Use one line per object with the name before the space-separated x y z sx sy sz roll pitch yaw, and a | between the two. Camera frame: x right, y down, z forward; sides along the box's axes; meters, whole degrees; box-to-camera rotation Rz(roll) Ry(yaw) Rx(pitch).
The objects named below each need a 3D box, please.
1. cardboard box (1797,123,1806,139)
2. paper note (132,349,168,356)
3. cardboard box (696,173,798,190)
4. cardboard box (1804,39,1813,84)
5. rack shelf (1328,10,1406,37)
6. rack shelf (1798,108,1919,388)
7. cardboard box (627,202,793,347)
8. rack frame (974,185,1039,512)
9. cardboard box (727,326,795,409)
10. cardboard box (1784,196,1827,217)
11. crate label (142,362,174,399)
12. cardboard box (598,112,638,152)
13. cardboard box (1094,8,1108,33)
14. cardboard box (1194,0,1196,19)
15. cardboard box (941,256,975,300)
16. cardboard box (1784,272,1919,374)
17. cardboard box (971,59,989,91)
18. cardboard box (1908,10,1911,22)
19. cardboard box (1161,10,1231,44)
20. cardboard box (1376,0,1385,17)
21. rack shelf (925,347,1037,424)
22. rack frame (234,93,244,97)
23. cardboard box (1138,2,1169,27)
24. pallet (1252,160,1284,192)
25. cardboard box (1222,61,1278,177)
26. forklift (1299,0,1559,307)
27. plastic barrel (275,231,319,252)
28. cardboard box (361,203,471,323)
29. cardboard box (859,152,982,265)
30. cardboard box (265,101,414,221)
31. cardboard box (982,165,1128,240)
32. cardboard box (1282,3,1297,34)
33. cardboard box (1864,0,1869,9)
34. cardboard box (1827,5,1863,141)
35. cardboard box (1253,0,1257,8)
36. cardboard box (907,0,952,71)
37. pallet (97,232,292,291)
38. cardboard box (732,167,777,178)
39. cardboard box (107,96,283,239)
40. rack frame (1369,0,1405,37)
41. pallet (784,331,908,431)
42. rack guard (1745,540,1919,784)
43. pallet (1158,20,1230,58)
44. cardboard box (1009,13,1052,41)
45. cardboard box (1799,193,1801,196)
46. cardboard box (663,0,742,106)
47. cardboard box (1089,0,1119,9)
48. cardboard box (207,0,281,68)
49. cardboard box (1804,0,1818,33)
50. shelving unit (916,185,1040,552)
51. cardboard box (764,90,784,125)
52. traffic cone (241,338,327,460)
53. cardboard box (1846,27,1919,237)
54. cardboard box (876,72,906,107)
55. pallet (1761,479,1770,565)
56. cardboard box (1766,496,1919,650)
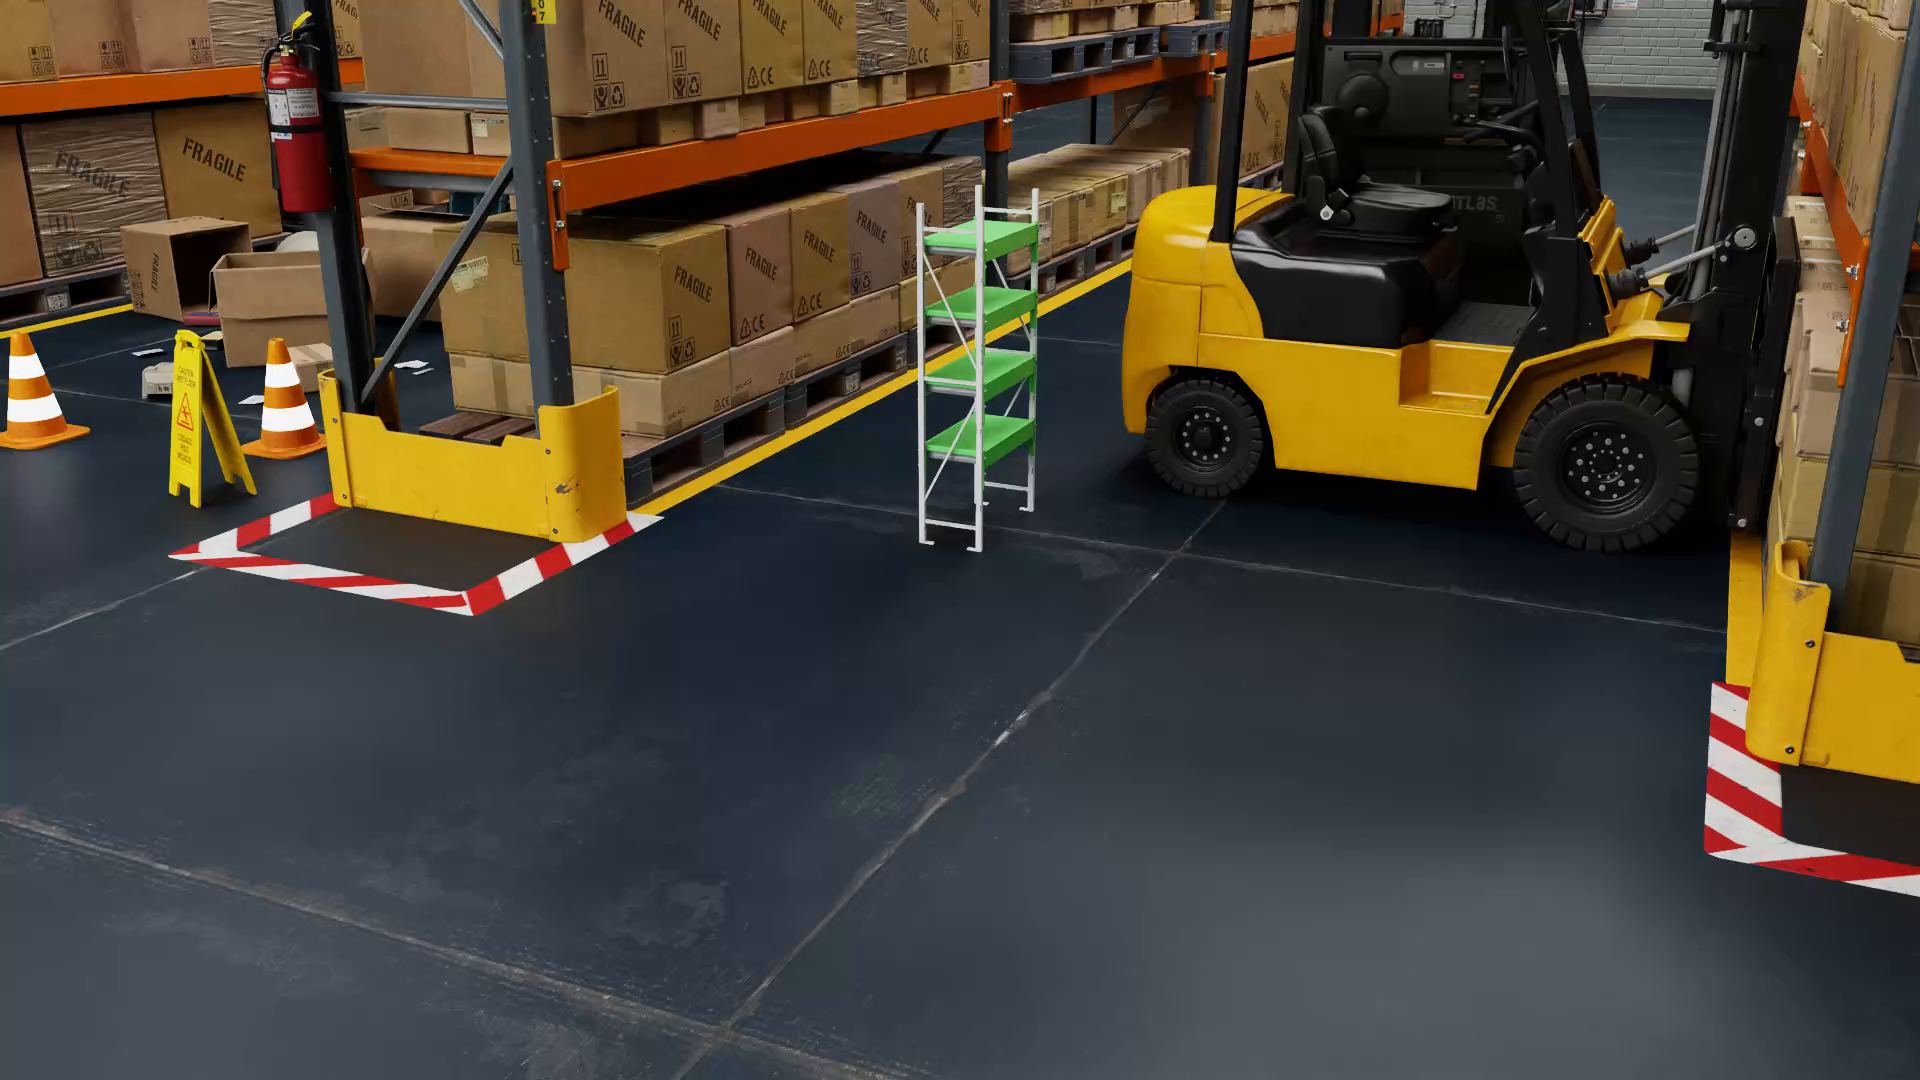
cardboard box | 5.926 -2.781 11.447 0.380 0.149 0.250 7 21 20
paper note | -4.235 -0.986 8.698 0.144 0.017 0.142 18 26 41
cardboard box | -1.123 -1.515 8.111 0.500 0.500 0.500 10 22 26
cardboard box | 4.921 -2.627 9.102 0.500 0.250 0.500 9 22 24
rack shelf | 3.882 -5.444 17.875 1.077 0.370 4.000 9 21 23
rack shelf | 3.498 -1.096 5.648 1.077 0.370 4.000 9 21 23
cardboard box | -1.049 -1.136 7.043 0.500 0.500 0.500 8 21 21
rack frame | 0.168 -0.691 6.120 0.240 1.200 0.015 9 21 23
cardboard box | -1.053 -0.770 7.133 0.500 0.250 0.500 9 22 25
cardboard box | 3.832 -1.315 7.175 0.500 0.250 0.500 8 21 22
crate label | -3.739 -0.761 7.903 0.250 0.136 0.298 -2 20 -5
cardboard box | -1.433 -1.540 6.197 0.380 0.149 0.250 9 21 24
cardboard box | 0.704 -3.252 10.385 0.380 0.149 0.250 9 21 23
cardboard box | 1.505 -3.896 12.196 0.380 0.149 0.250 9 22 25
cardboard box | -0.210 -1.411 8.937 0.500 0.250 0.500 10 22 25
cardboard box | 2.984 -0.693 5.426 0.500 0.250 0.500 9 21 23
cardboard box | -0.067 -2.468 8.807 0.380 0.149 0.250 8 21 22
cardboard box | 2.565 -1.321 4.089 0.380 0.149 0.250 9 21 23
cardboard box | 1.855 -3.994 12.946 0.500 0.250 0.500 8 21 22
cardboard box | 4.324 -5.948 18.068 0.500 0.500 0.500 9 22 24
rack shelf | 0.068 -0.556 5.931 0.258 0.148 0.480 9 21 23
rack frame | -7.616 -5.309 16.420 1.000 3.000 0.127 9 21 23
cardboard box | 1.189 -3.559 11.248 0.380 0.149 0.250 9 21 24
pallet | 2.317 -3.238 14.758 1.003 0.211 1.213 9 21 23
cardboard box | 2.152 -3.618 14.209 0.875 0.875 0.875 9 21 23
forklift | 2.071 -2.020 7.275 1.130 2.935 3.031 3 20 10
plastic barrel | -3.836 -1.604 9.846 0.421 0.421 0.512 -9 22 -24
cardboard box | -3.066 -1.563 9.409 0.797 0.637 0.503 9 21 23
cardboard box | -0.211 -1.764 8.811 0.500 0.500 0.500 8 21 22
cardboard box | -4.598 -2.715 11.856 1.050 0.750 0.750 8 21 22
cardboard box | 0.574 -2.280 11.198 0.950 0.372 0.625 9 22 24
cardboard box | 2.675 -4.622 14.714 0.500 0.250 0.500 8 21 21
cardboard box | 3.295 -1.868 5.627 0.380 0.149 0.250 8 21 22
cardboard box | 3.492 -1.677 6.059 0.500 0.500 0.500 8 21 22
cardboard box | 2.070 -4.393 13.322 0.500 0.250 0.500 9 22 24
cardboard box | -0.373 -2.585 8.169 0.500 0.500 0.500 9 22 25
pallet | -5.153 -1.839 10.825 1.003 0.211 1.213 9 21 23
cardboard box | -1.123 -1.874 8.152 0.380 0.149 0.250 10 22 26
cardboard box | -5.092 -2.389 10.753 0.875 0.875 0.875 9 21 24
rack frame | 4.701 -6.395 19.473 1.000 3.000 0.127 9 21 23
pallet | -0.954 -0.828 7.982 1.003 0.211 1.213 9 21 23
rack guard | 2.669 0.361 4.206 1.175 0.500 0.348 9 21 23
pallet | 1.230 -3.626 11.975 1.213 0.211 1.003 9 21 23
cardboard box | 0.301 -2.932 9.483 0.380 0.149 0.250 9 21 23
cardboard box | 4.845 -1.523 8.691 0.875 0.625 0.625 8 21 22
cardboard box | -1.195 -1.956 6.400 0.500 0.500 0.500 9 22 24
cardboard box | 0.660 -3.518 10.164 0.500 0.500 0.500 8 21 22
cardboard box | -4.911 -3.331 10.635 0.875 0.550 0.550 9 21 23
cardboard box | 5.113 -3.022 9.466 0.500 0.250 0.500 8 21 21
shelving unit | 0.068 -0.616 5.910 0.258 1.200 0.503 9 21 23
cardboard box | -0.976 -1.854 7.080 0.380 0.149 0.250 9 22 25
traffic cone | -2.852 -0.617 7.013 0.336 0.463 0.334 9 21 23
cardboard box | 2.641 -1.057 4.316 0.500 0.500 0.500 8 21 21
cardboard box | -0.480 -2.157 7.932 0.380 0.149 0.250 8 21 22
pallet | 3.455 -0.121 5.994 1.003 0.211 1.213 9 21 23
cardboard box | 2.583 0.087 4.724 0.500 0.250 0.500 9 21 23
